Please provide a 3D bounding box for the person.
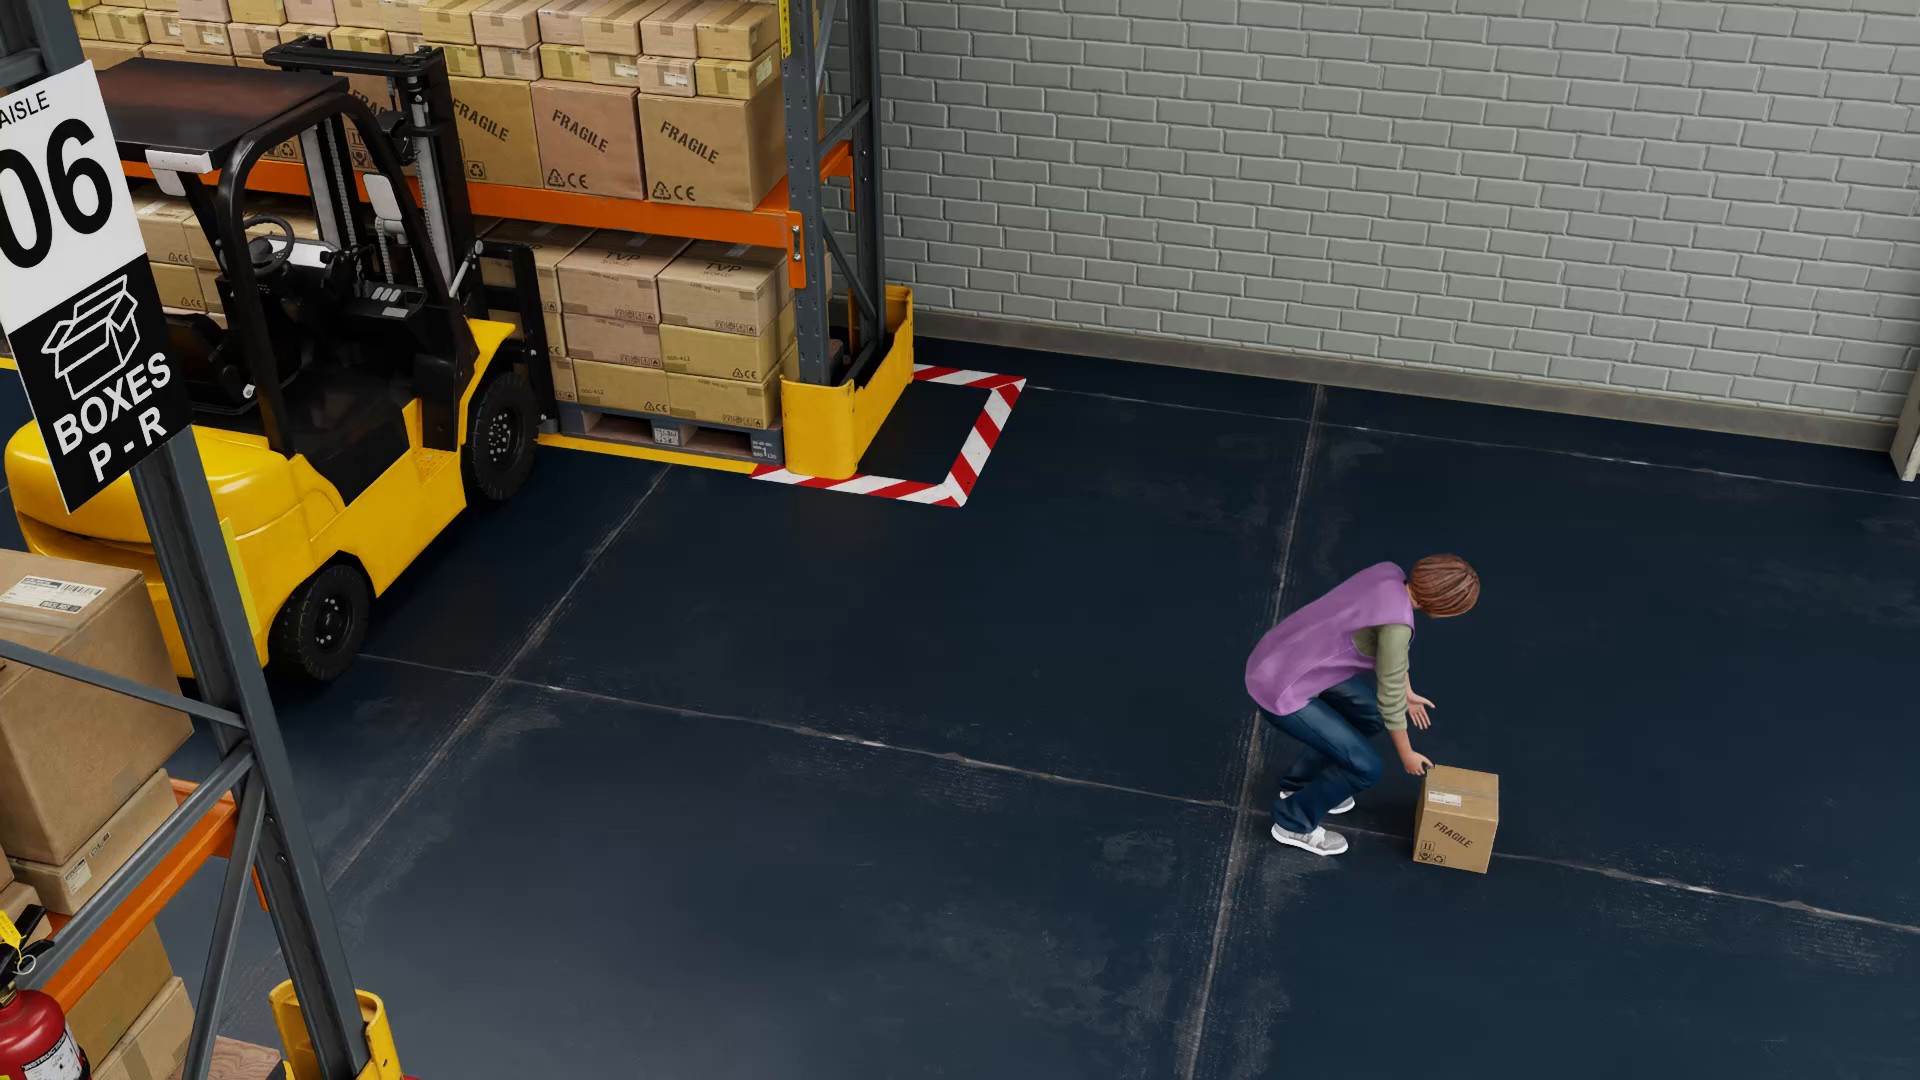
[{"bbox_3d":[1.337,0.535,5.726,0.714,1.171,0.446,8,34,12],"label":"person"}]
